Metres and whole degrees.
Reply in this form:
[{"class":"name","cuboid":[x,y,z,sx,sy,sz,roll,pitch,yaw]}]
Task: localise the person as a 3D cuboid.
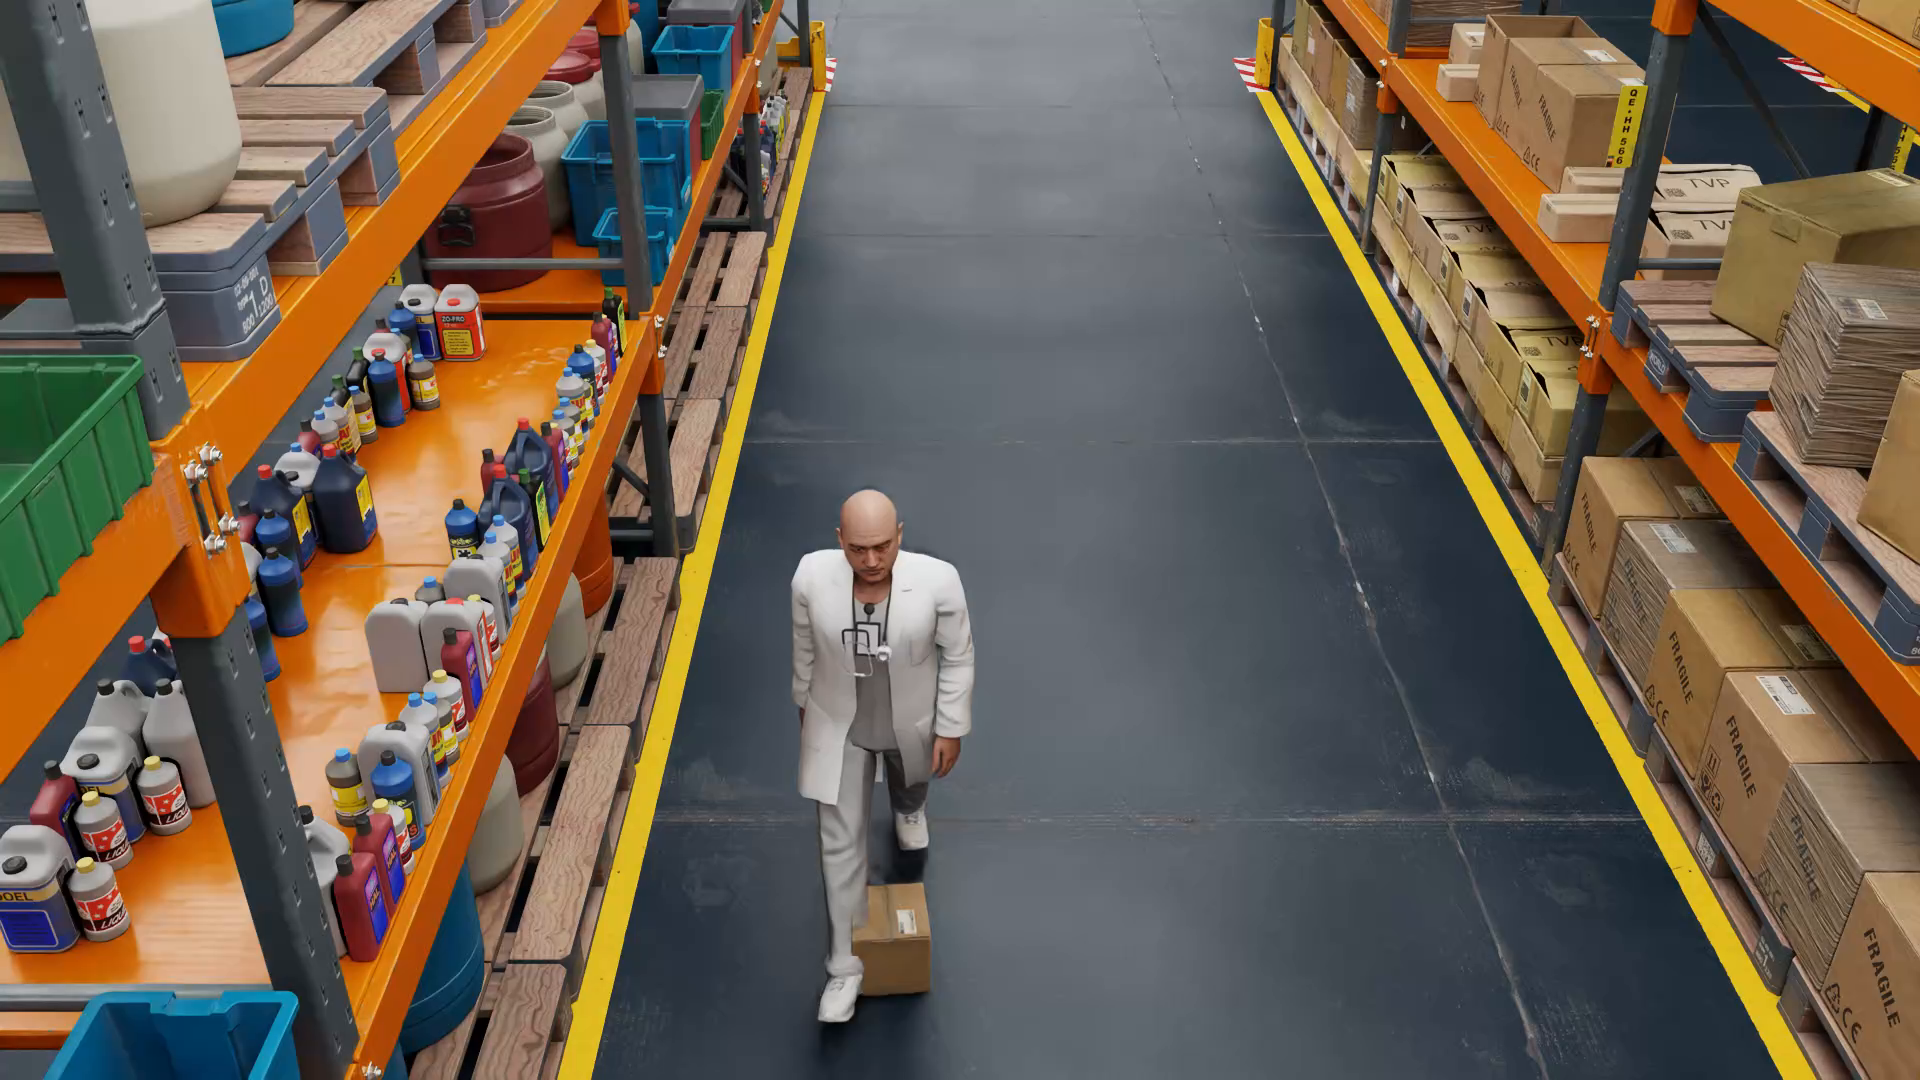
[{"class":"person","cuboid":[-0.247,0.562,5.266,0.586,1.718,1.216,-1,31,-1]}]
